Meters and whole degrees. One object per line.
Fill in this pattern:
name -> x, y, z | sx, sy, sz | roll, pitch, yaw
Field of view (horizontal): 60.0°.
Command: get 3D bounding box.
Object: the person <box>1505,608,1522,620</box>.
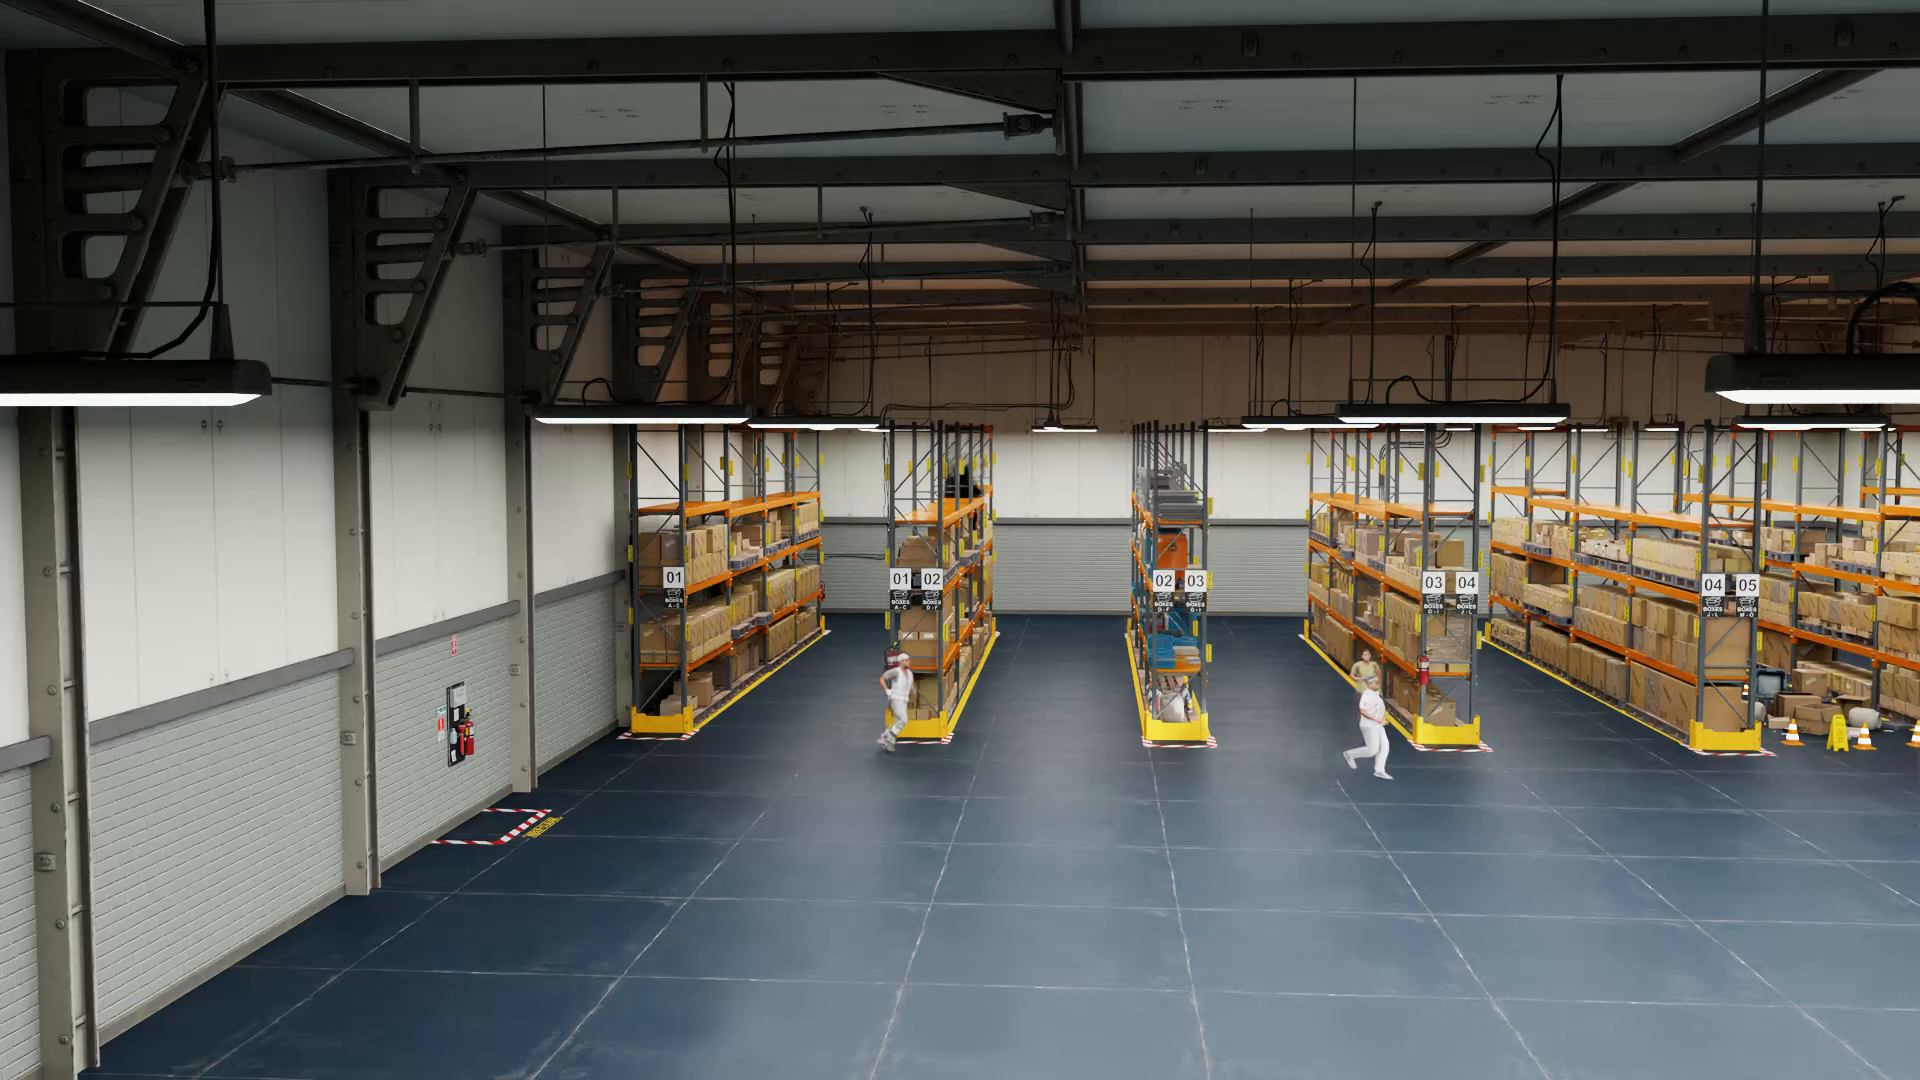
person -> 15.809, 1.877, 47.551 | 0.617, 1.640, 0.903 | -3, 5, -41

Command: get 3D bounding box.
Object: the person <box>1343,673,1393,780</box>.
person -> 6.852, 3.100, 27.804 | 0.816, 1.772, 0.663 | 2, 4, 31

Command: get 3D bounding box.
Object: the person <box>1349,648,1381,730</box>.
person -> 7.702, 2.892, 31.614 | 0.605, 1.684, 0.931 | 0, 4, 6

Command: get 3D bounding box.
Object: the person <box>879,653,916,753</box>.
person -> -1.088, 2.936, 30.126 | 0.654, 1.768, 0.696 | 2, 4, 34
